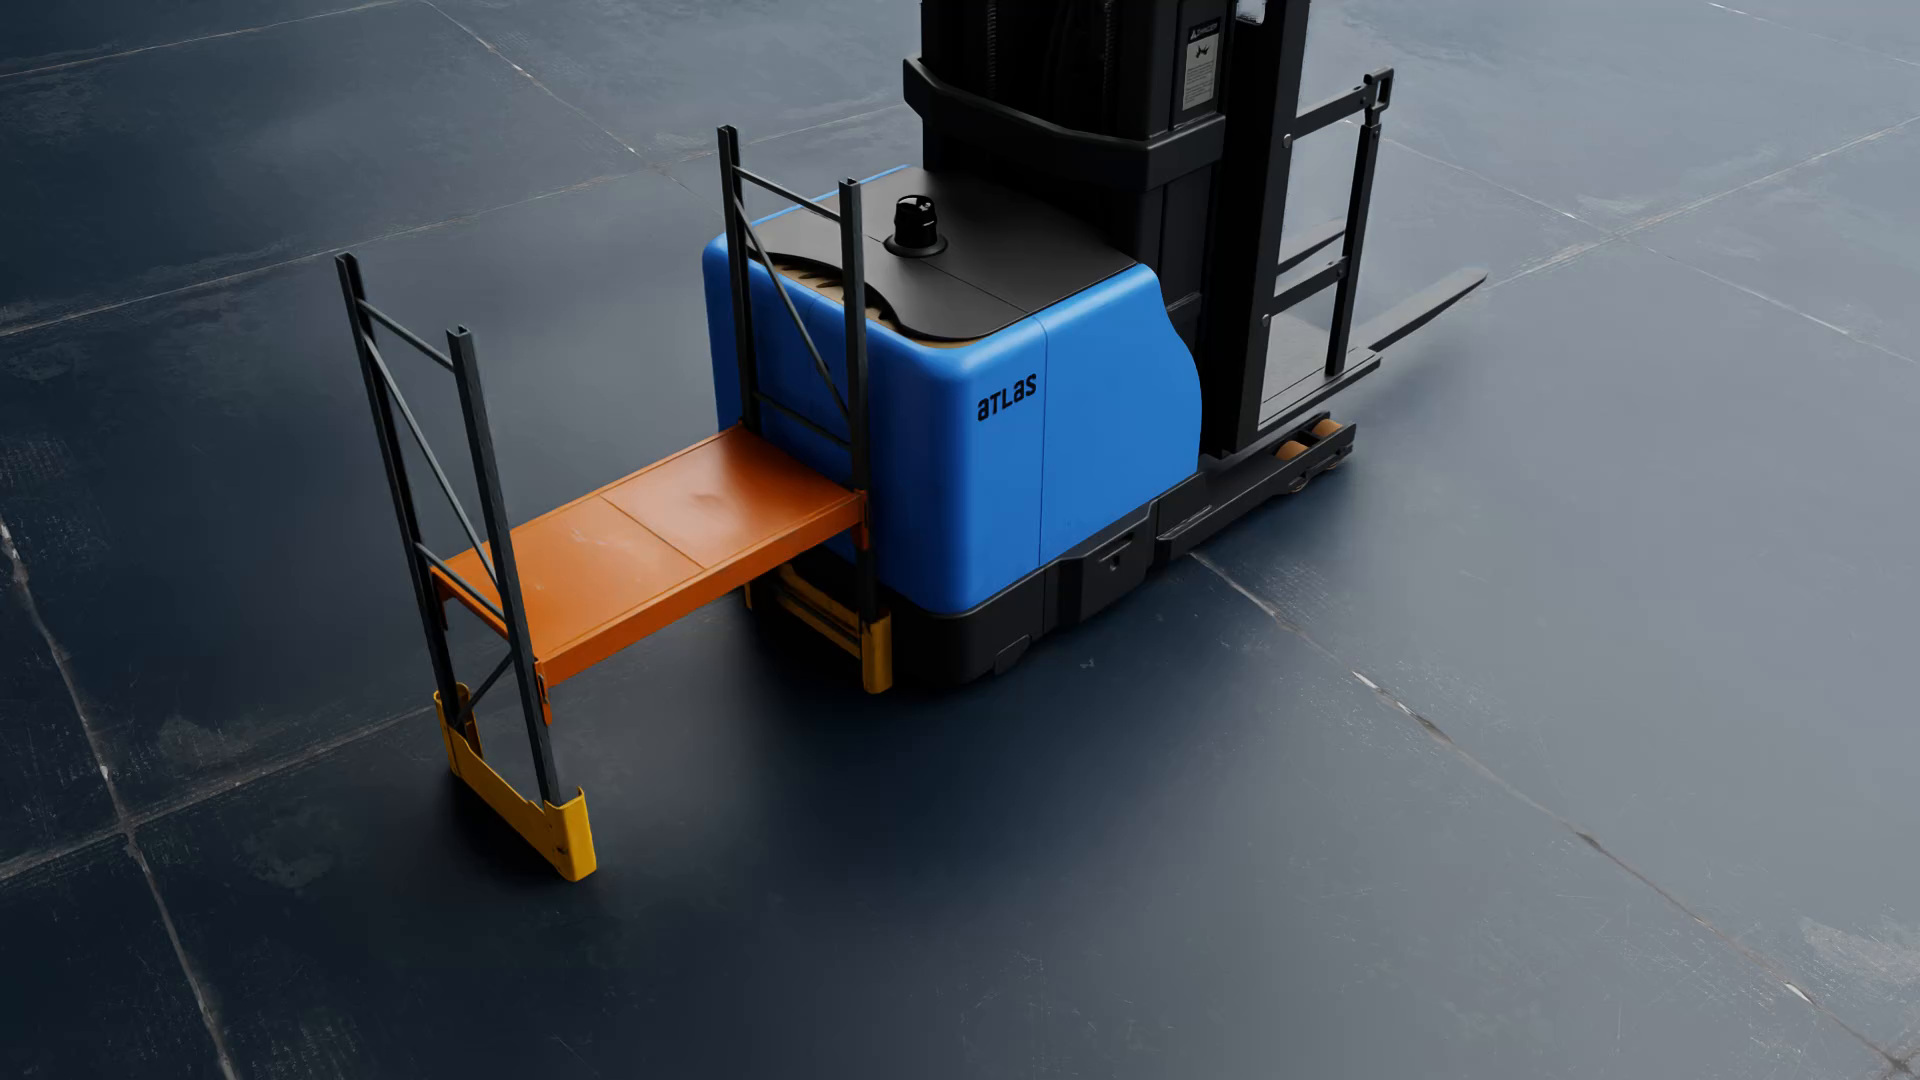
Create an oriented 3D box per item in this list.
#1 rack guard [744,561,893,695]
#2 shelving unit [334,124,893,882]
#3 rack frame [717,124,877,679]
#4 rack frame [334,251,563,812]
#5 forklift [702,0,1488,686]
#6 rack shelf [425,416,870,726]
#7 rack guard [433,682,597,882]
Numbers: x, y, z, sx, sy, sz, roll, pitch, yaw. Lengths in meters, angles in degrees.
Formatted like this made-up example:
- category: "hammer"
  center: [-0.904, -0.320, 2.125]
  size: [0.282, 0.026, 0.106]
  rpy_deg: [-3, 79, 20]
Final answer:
- category: "rack guard"
  center: [-0.415, 0.197, 4.762]
  size: [0.087, 0.250, 0.587]
  rpy_deg: [-30, 45, -35]
- category: "shelving unit"
  center: [-0.770, -0.107, 4.114]
  size: [1.083, 1.500, 0.587]
  rpy_deg: [-30, 45, -35]
- category: "rack frame"
  center: [-0.414, -0.311, 4.398]
  size: [0.032, 1.500, 0.500]
  rpy_deg: [-30, 45, -35]
- category: "rack frame"
  center: [-1.140, 0.105, 3.820]
  size: [0.032, 1.500, 0.500]
  rpy_deg: [-30, 45, -35]
- category: "forklift"
  center: [0.679, -1.541, 4.882]
  size: [3.031, 2.935, 1.130]
  rpy_deg: [-30, 45, -35]
- category: "rack shelf"
  center: [-0.777, 0.043, 4.214]
  size: [1.000, 0.185, 0.538]
  rpy_deg: [-30, 45, -35]
- category: "rack guard"
  center: [-1.126, 0.604, 4.196]
  size: [0.087, 0.250, 0.587]
  rpy_deg: [-30, 45, -35]
